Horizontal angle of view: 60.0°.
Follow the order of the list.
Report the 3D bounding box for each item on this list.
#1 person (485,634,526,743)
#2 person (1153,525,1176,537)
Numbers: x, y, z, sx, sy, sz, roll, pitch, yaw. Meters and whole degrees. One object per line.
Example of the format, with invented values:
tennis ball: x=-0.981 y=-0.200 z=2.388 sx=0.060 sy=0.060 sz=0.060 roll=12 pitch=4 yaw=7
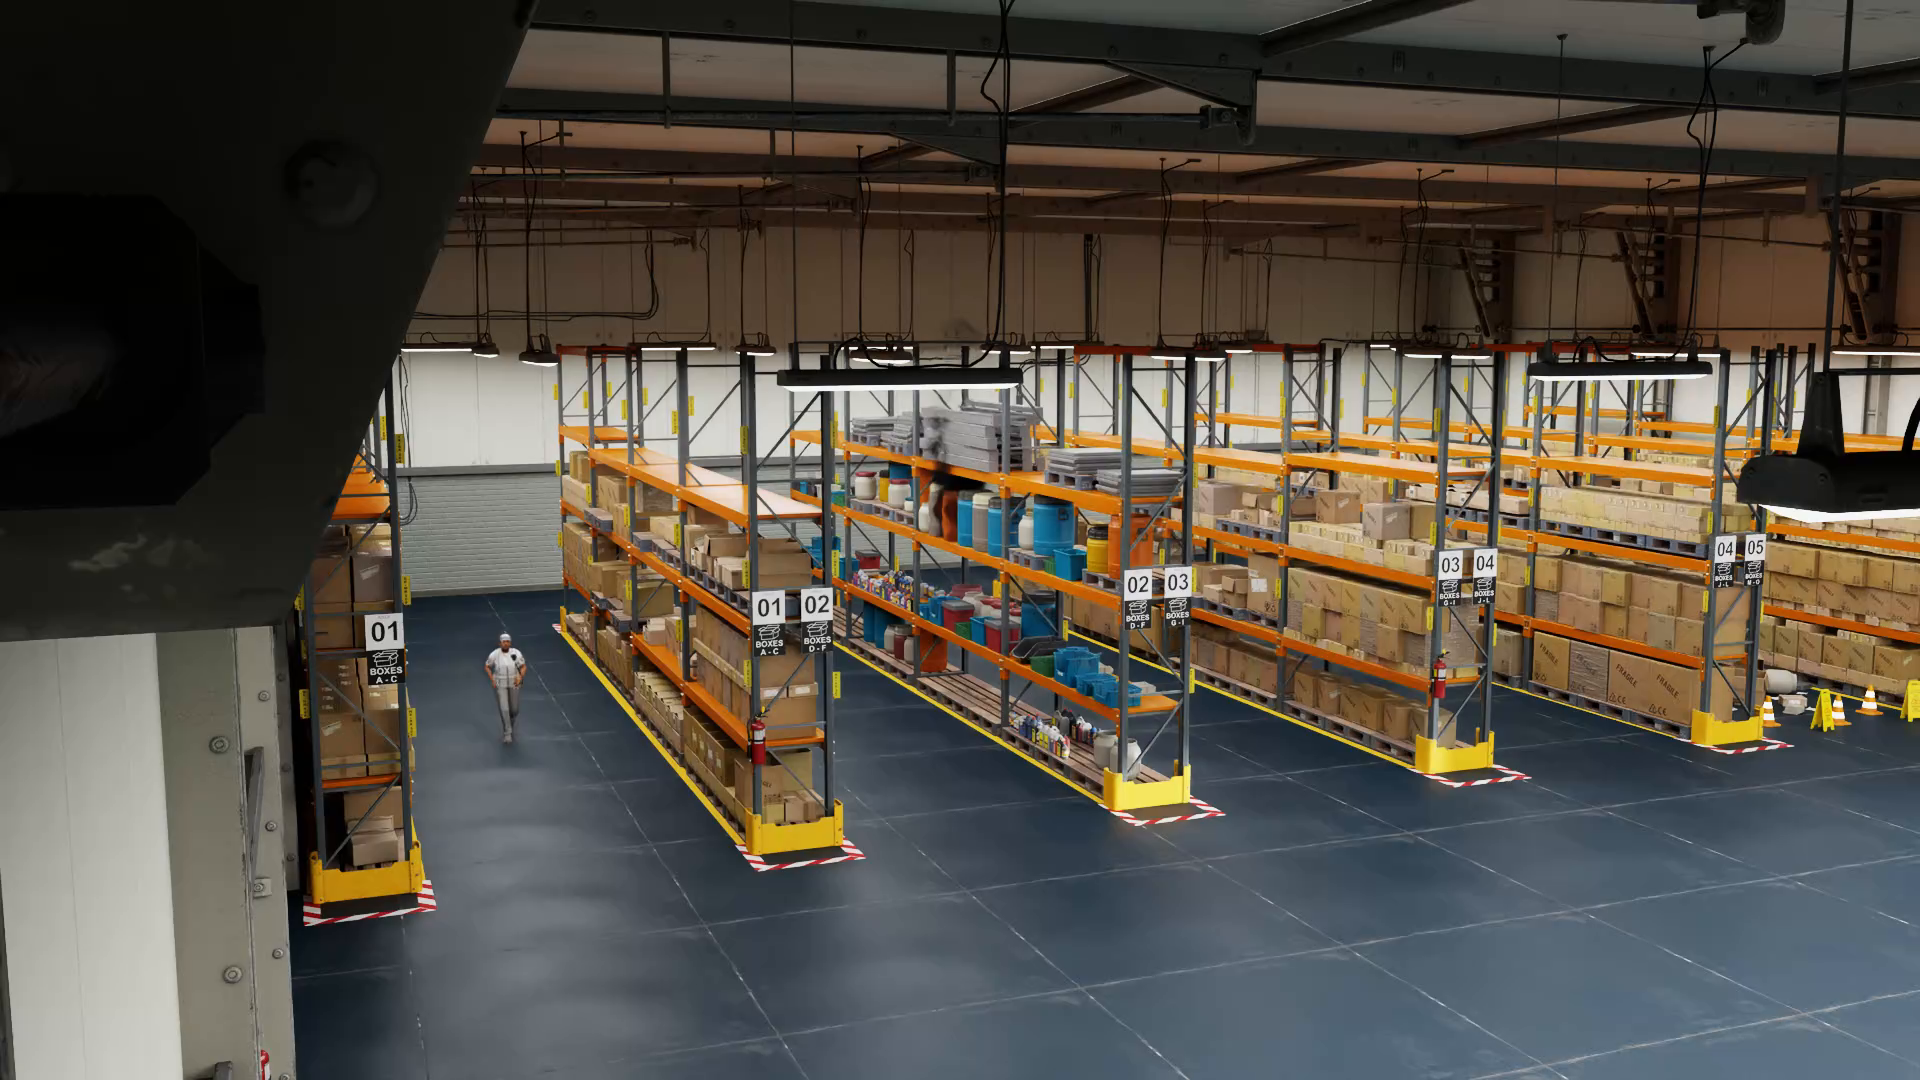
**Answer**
person: x=-7.025 y=2.261 z=25.762 sx=0.618 sy=1.648 sz=0.687 roll=-3 pitch=8 yaw=-22
person: x=4.977 y=0.270 z=41.034 sx=0.717 sy=1.757 sz=0.749 roll=-7 pitch=10 yaw=-43
